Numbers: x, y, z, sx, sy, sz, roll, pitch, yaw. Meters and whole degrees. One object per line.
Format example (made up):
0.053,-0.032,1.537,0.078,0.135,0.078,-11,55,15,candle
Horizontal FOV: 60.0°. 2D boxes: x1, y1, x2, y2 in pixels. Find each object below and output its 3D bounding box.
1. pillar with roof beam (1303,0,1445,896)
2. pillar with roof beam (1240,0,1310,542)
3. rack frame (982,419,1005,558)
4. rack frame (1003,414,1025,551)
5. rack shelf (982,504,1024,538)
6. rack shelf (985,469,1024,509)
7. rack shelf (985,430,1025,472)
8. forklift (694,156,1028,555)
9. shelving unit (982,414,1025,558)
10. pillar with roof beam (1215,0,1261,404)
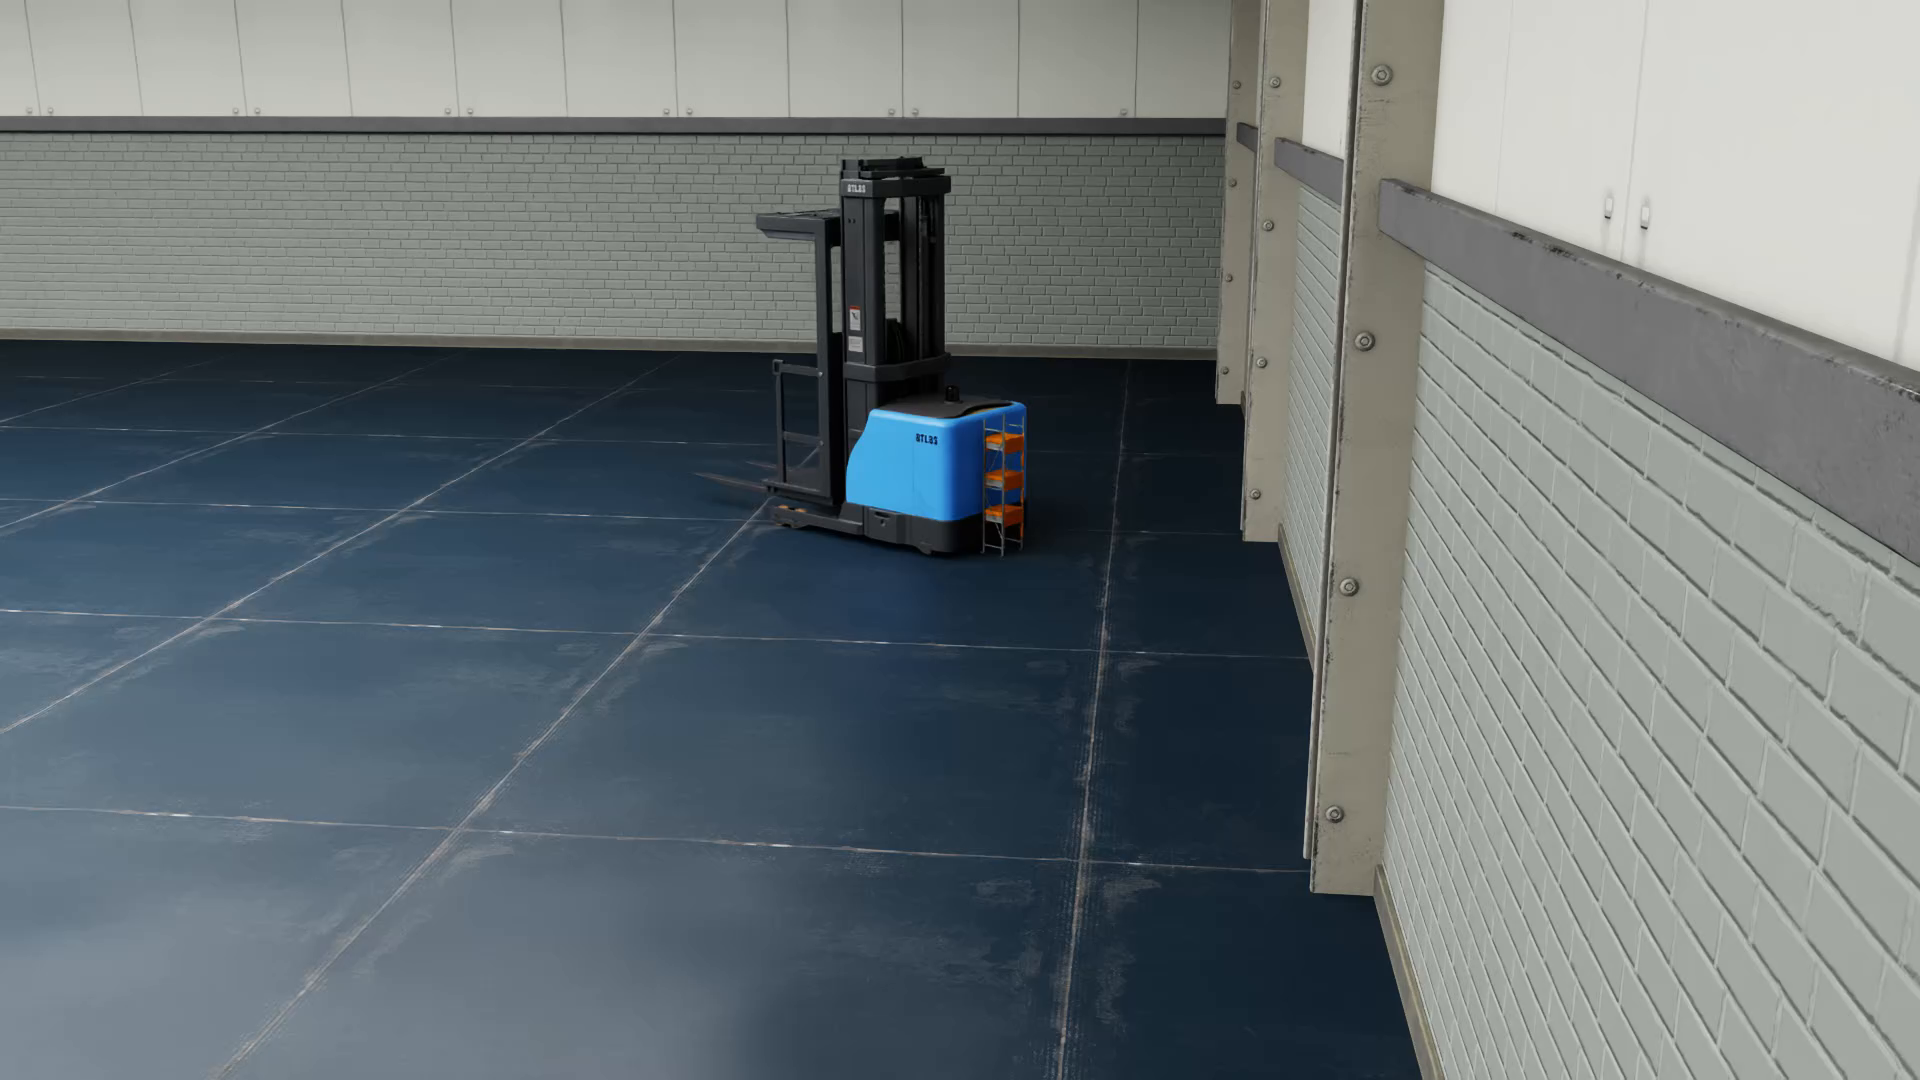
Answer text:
-2.545,-2.954,6.846,9.100,9.000,0.400,2,15,6,pillar with roof beam
-1.868,-4.510,12.601,9.100,9.000,0.400,2,15,6,pillar with roof beam
0.254,-0.388,12.584,0.200,1.050,0.008,12,19,37,rack frame
0.407,-0.438,12.767,0.200,1.050,0.008,12,19,37,rack frame
0.330,-0.134,12.751,0.215,0.259,0.240,12,19,37,rack shelf
0.330,-0.403,12.678,0.215,0.259,0.240,12,19,37,rack shelf
0.331,-0.676,12.604,0.215,0.259,0.240,12,19,37,rack shelf
-0.928,-1.595,13.445,3.031,2.935,1.130,12,19,37,forklift
0.330,-0.413,12.676,0.215,1.050,0.252,12,19,37,shelving unit
-1.191,-6.066,18.356,9.100,9.000,0.400,2,15,6,pillar with roof beam
